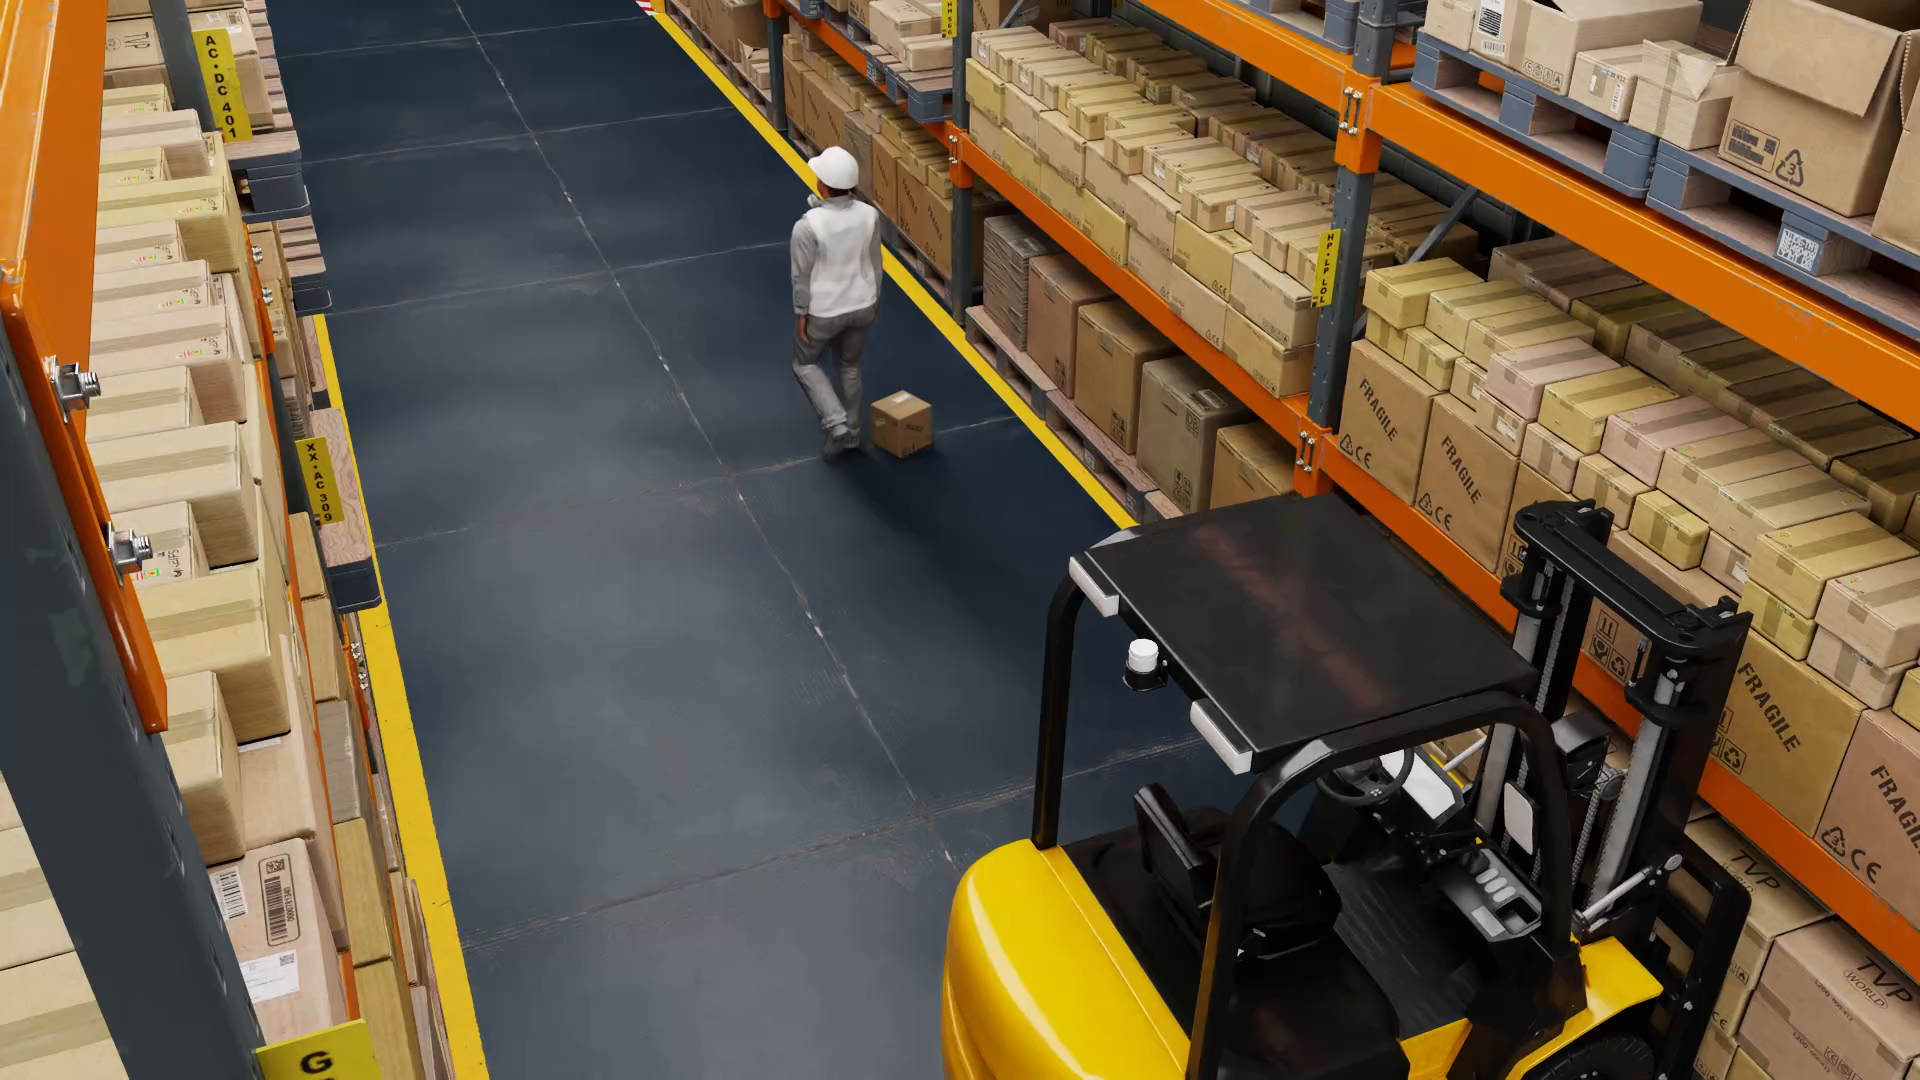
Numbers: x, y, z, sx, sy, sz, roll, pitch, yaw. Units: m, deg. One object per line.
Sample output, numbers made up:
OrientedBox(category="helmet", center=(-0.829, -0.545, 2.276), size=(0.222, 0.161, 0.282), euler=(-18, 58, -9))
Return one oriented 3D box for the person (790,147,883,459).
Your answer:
OrientedBox(category="person", center=(-0.659, -1.270, 9.013), size=(0.544, 1.761, 0.495), euler=(-17, 37, -24))
